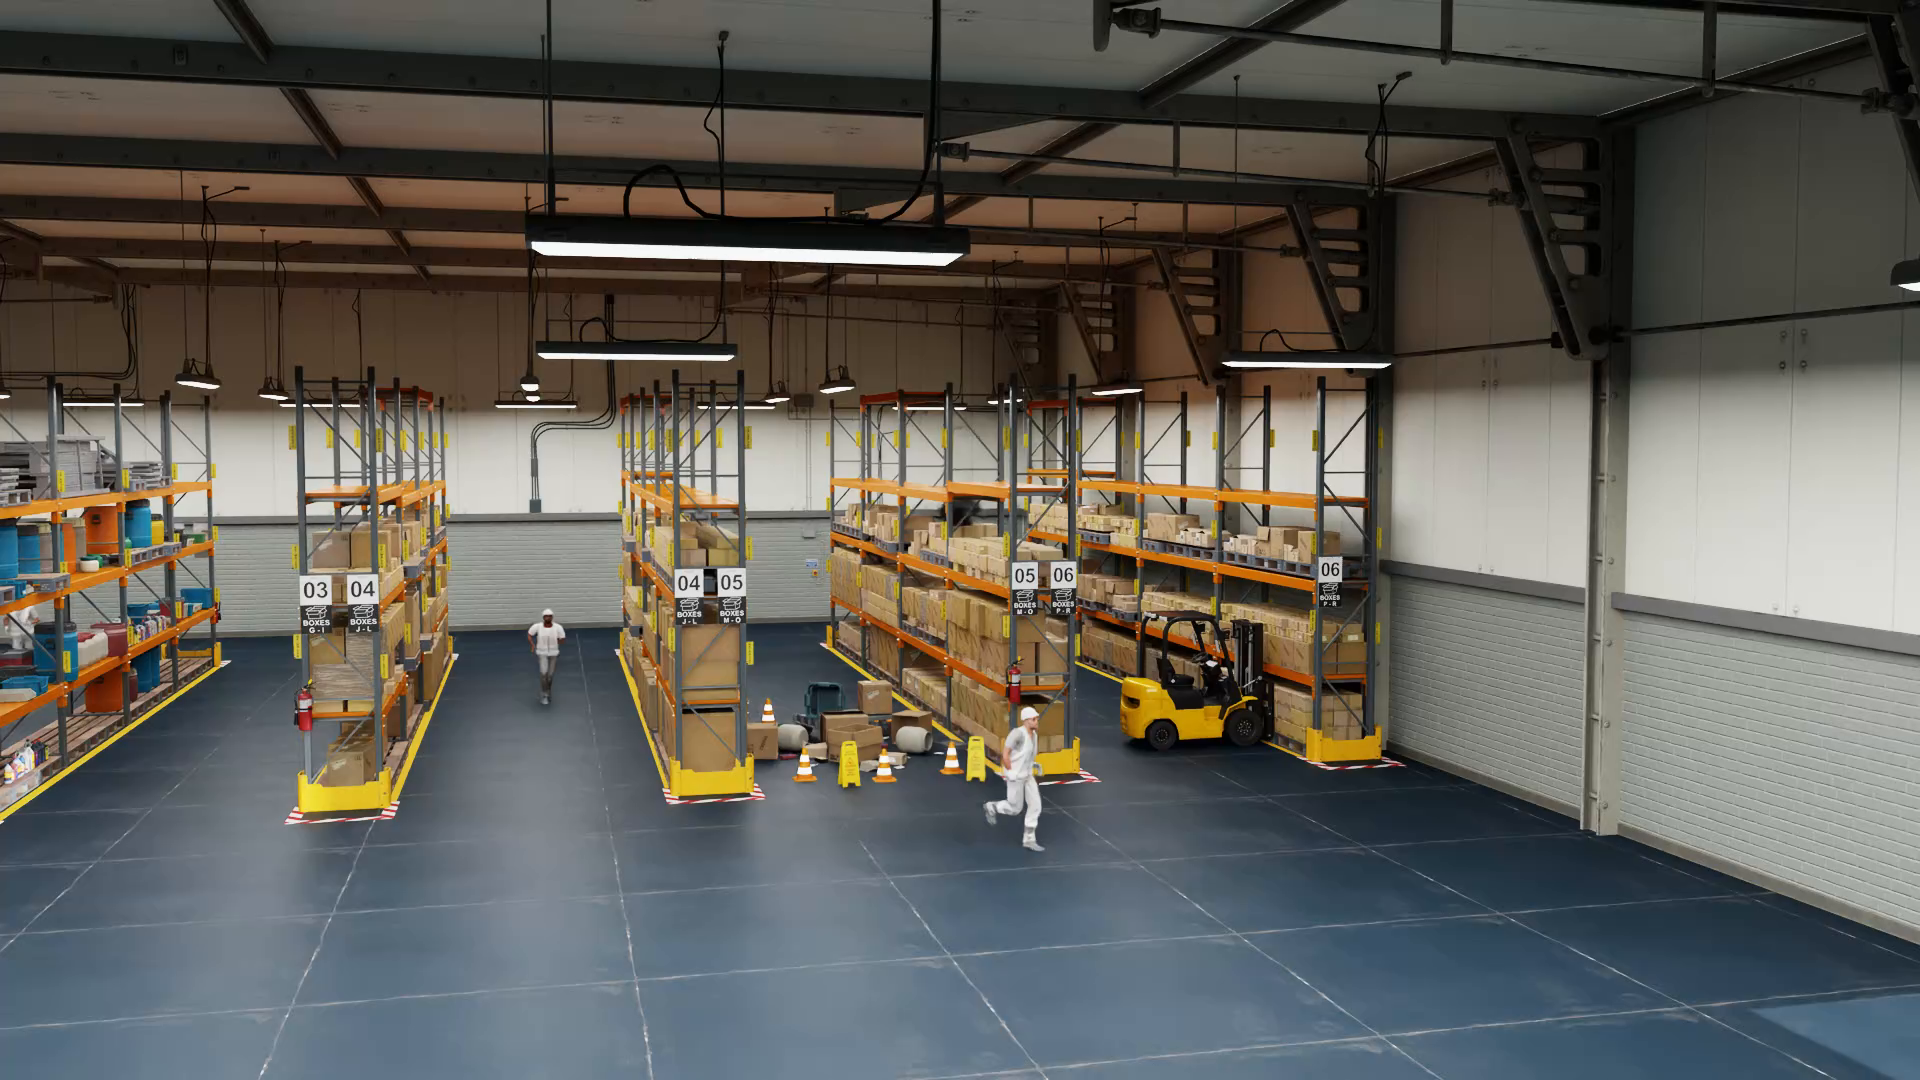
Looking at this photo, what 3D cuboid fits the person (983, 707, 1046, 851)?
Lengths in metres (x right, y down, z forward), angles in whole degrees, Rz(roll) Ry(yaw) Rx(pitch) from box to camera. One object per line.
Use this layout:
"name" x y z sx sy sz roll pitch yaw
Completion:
"person" 0.694 2.923 20.540 0.895 1.759 0.662 3 4 37

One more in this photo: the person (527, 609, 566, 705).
"person" -7.886 2.227 31.817 0.674 1.832 0.785 -2 4 -26

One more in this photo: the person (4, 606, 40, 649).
"person" -19.713 2.020 34.936 0.687 1.802 0.890 -1 4 -21
